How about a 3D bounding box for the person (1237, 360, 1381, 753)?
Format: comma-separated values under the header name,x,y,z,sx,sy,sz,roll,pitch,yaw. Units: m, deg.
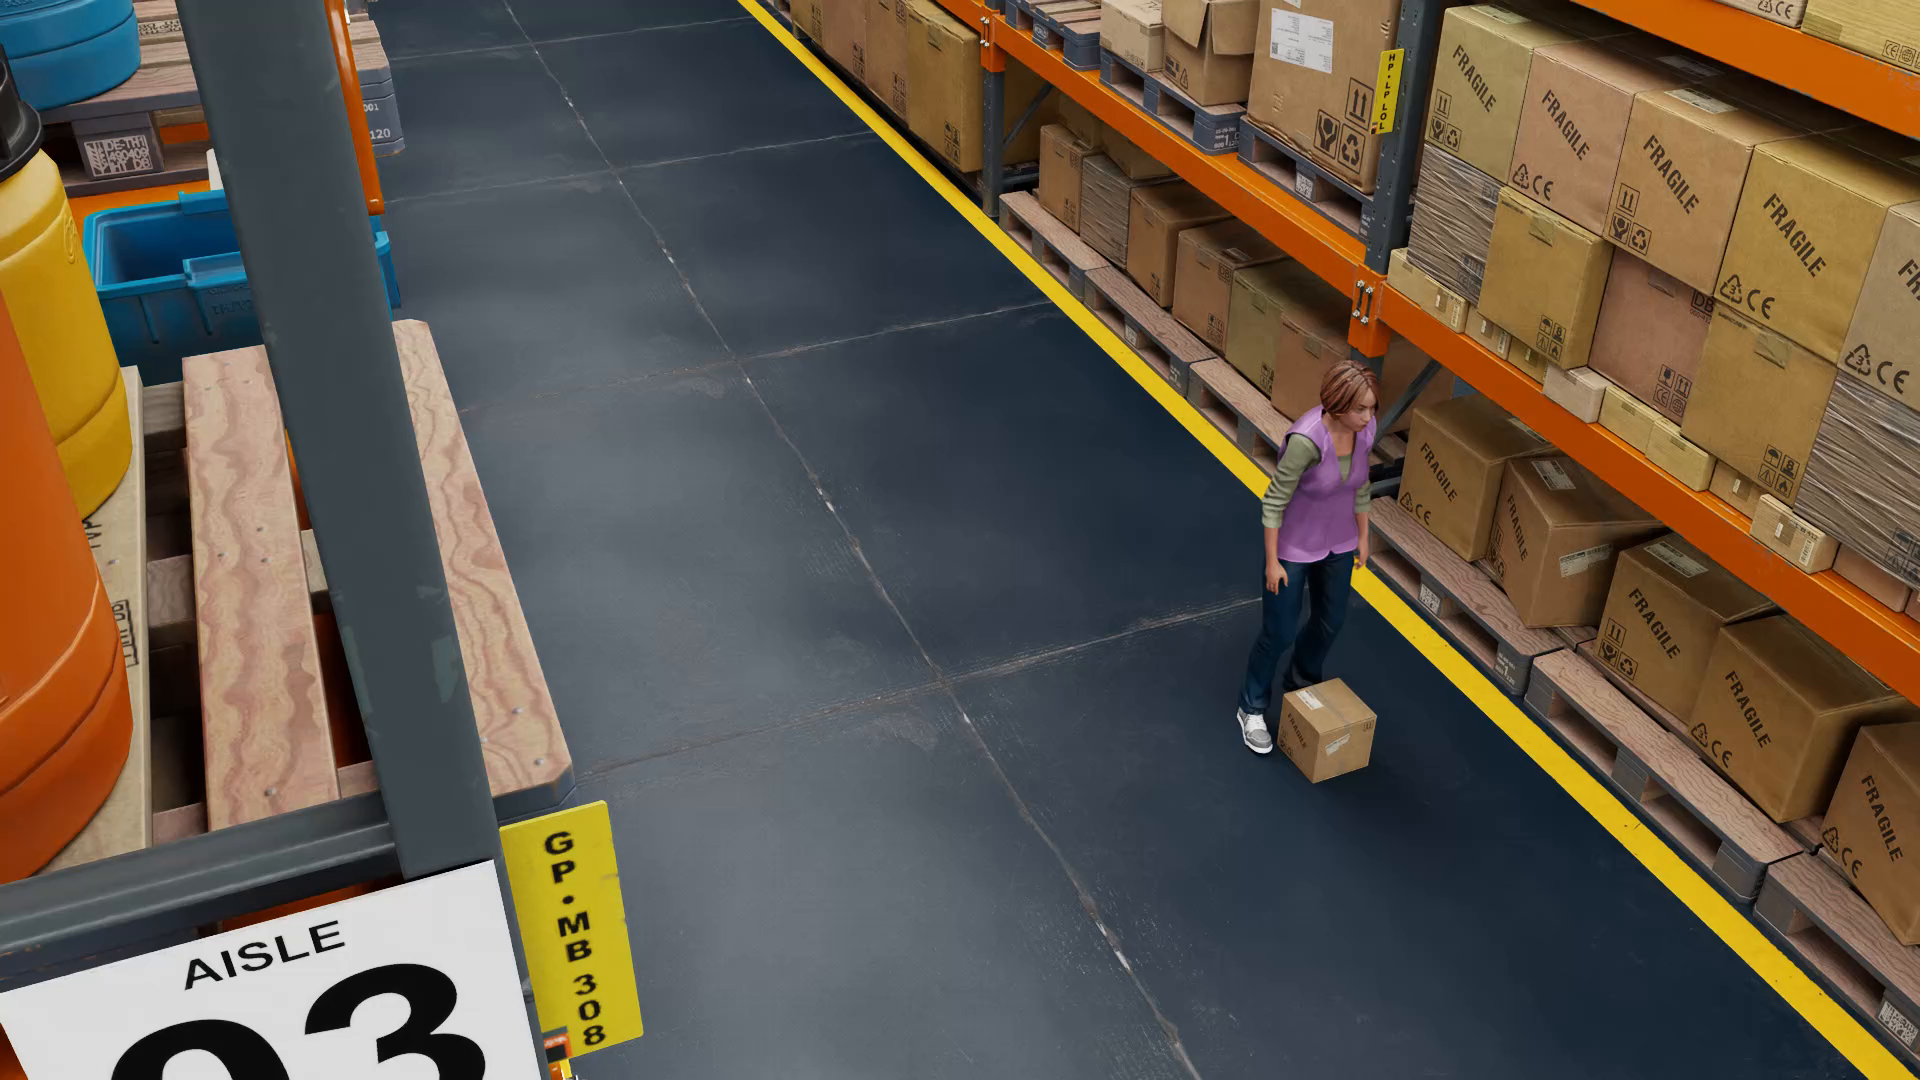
name,x,y,z,sx,sy,sz,roll,pitch,yaw
person,1.289,0.041,6.090,0.485,1.593,0.341,-15,37,-21
